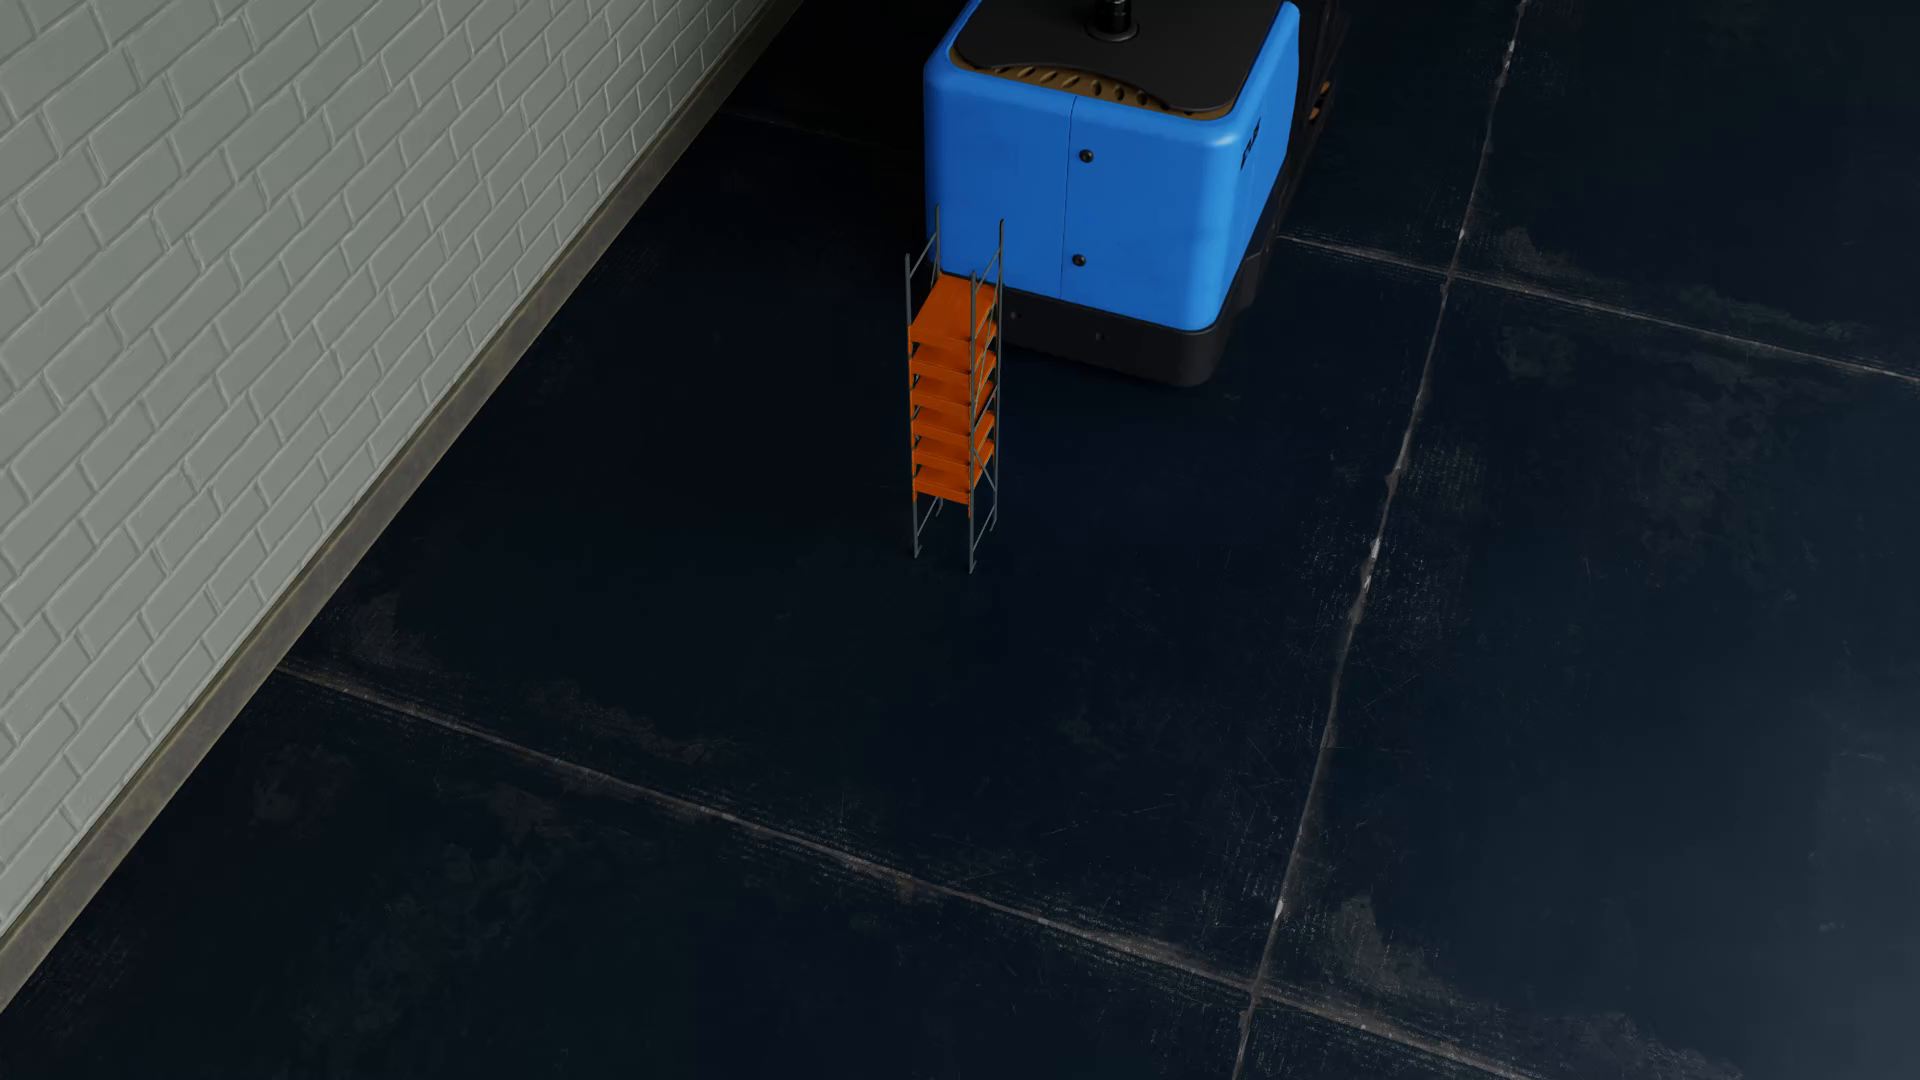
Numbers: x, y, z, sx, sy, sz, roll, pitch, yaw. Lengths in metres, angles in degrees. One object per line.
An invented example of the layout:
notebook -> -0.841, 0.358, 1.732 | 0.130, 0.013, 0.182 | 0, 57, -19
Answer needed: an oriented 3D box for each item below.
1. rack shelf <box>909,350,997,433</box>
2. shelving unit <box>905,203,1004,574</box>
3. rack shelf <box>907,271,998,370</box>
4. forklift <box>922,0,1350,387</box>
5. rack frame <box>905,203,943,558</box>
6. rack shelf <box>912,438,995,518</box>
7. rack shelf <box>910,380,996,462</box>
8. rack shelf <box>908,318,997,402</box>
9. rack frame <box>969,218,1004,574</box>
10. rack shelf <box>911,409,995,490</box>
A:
rack shelf -> -0.014, -0.446, 4.743 | 0.180, 0.103, 0.258 | 16, 51, 13
shelving unit -> -0.014, -0.397, 4.800 | 0.189, 1.200, 0.258 | 16, 51, 13
rack shelf -> -0.014, -0.603, 4.561 | 0.180, 0.103, 0.258 | 16, 51, 13
forklift -> 0.870, -2.614, 5.576 | 1.130, 2.935, 3.031 | 16, 51, 14
rack frame -> -0.099, -0.421, 4.821 | 0.006, 1.200, 0.240 | 16, 51, 13
rack shelf -> -0.014, -0.210, 5.015 | 0.180, 0.103, 0.258 | 16, 51, 13
rack shelf -> -0.014, -0.368, 4.833 | 0.180, 0.103, 0.258 | 16, 51, 13
rack shelf -> -0.014, -0.525, 4.652 | 0.180, 0.103, 0.258 | 16, 51, 13
rack frame -> 0.072, -0.373, 4.779 | 0.006, 1.200, 0.240 | 16, 51, 13
rack shelf -> -0.014, -0.289, 4.924 | 0.180, 0.103, 0.258 | 16, 51, 13
